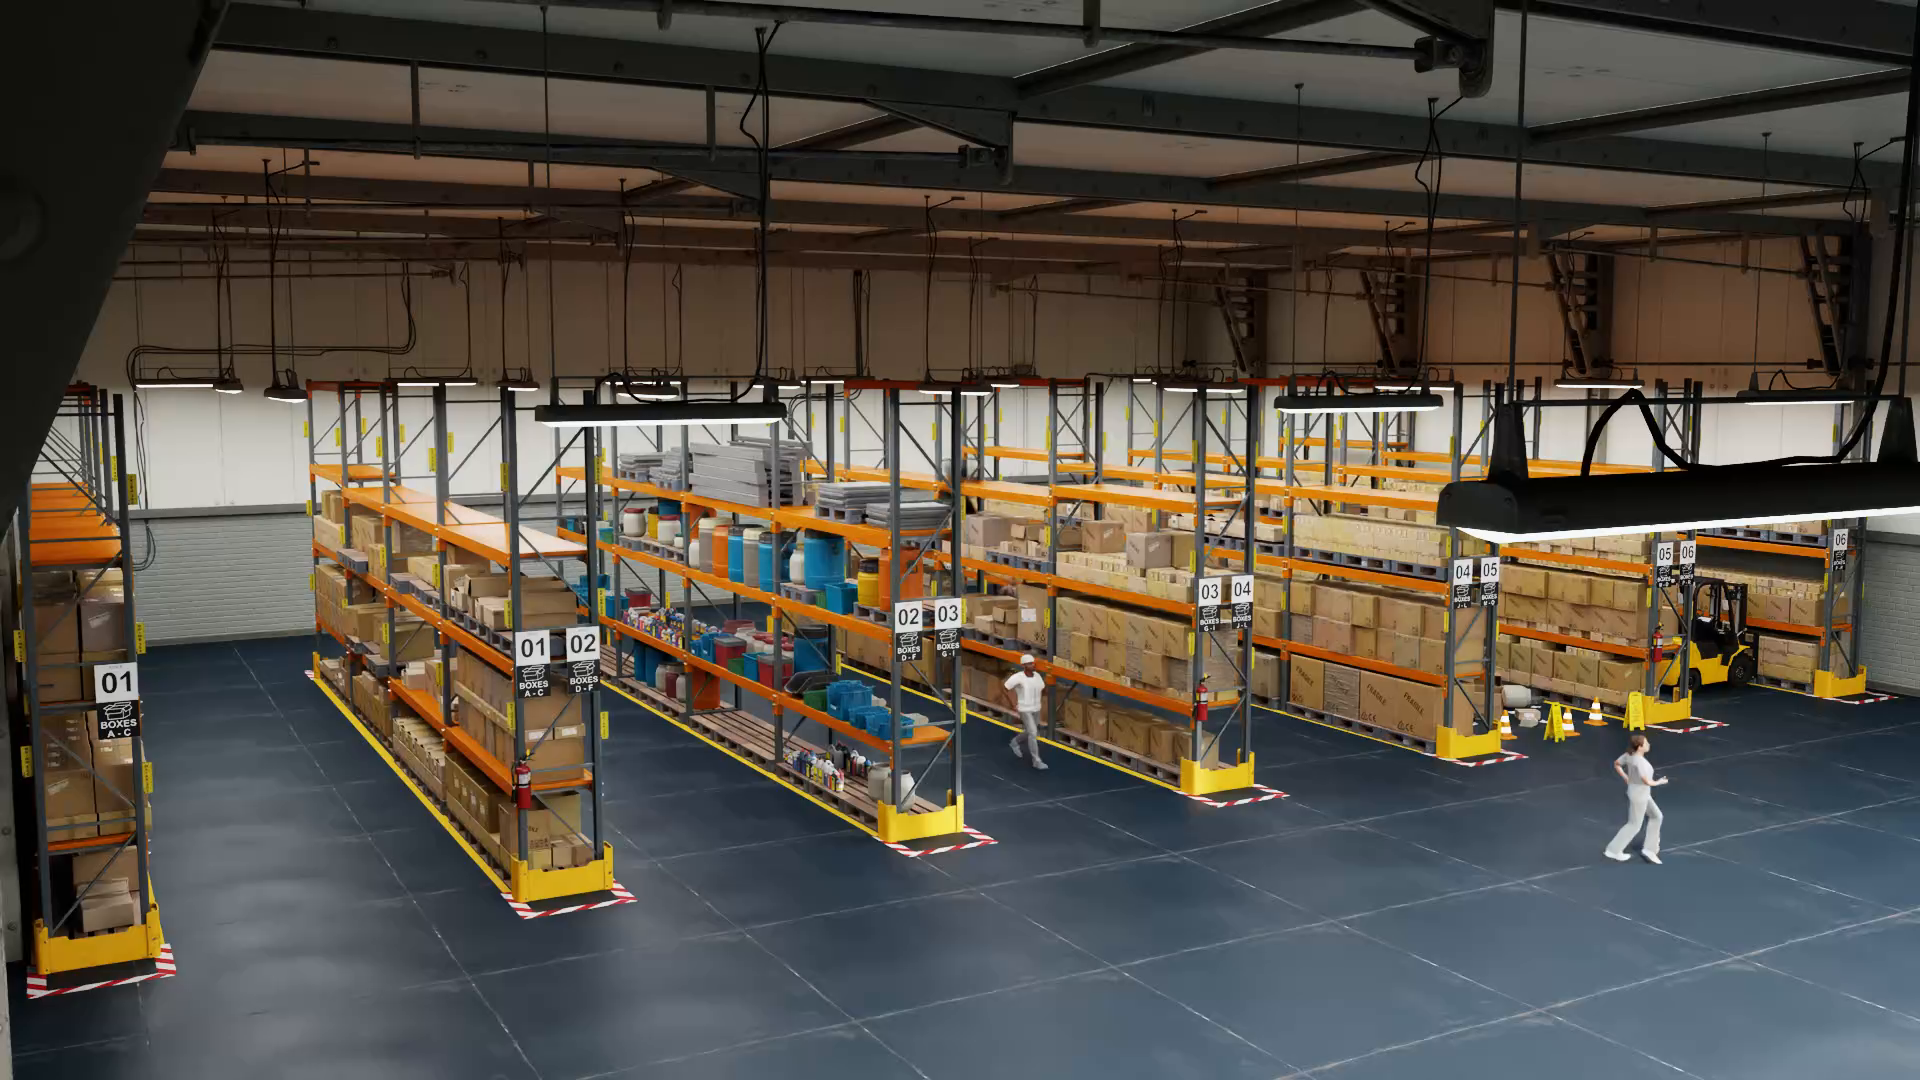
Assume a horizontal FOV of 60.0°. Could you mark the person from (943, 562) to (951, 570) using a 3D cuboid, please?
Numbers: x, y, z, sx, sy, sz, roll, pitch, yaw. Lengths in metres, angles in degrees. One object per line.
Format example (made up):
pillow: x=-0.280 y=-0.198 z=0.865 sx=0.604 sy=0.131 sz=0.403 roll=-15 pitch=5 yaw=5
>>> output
person: x=-0.369 y=1.110 z=41.413 sx=0.603 sy=1.681 sz=0.607 roll=5 pitch=8 yaw=38

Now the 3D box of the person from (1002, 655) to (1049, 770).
person: x=1.076 y=2.661 z=26.087 sx=0.706 sy=1.745 sz=0.987 roll=-5 pitch=8 yaw=-42

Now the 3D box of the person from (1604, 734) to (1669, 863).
person: x=8.565 y=3.286 z=21.060 sx=0.744 sy=1.697 sz=0.570 roll=1 pitch=6 yaw=8

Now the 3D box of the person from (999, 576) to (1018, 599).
person: x=1.170 y=1.596 z=36.184 sx=0.724 sy=1.556 sz=1.079 roll=-3 pitch=7 yaw=-28
